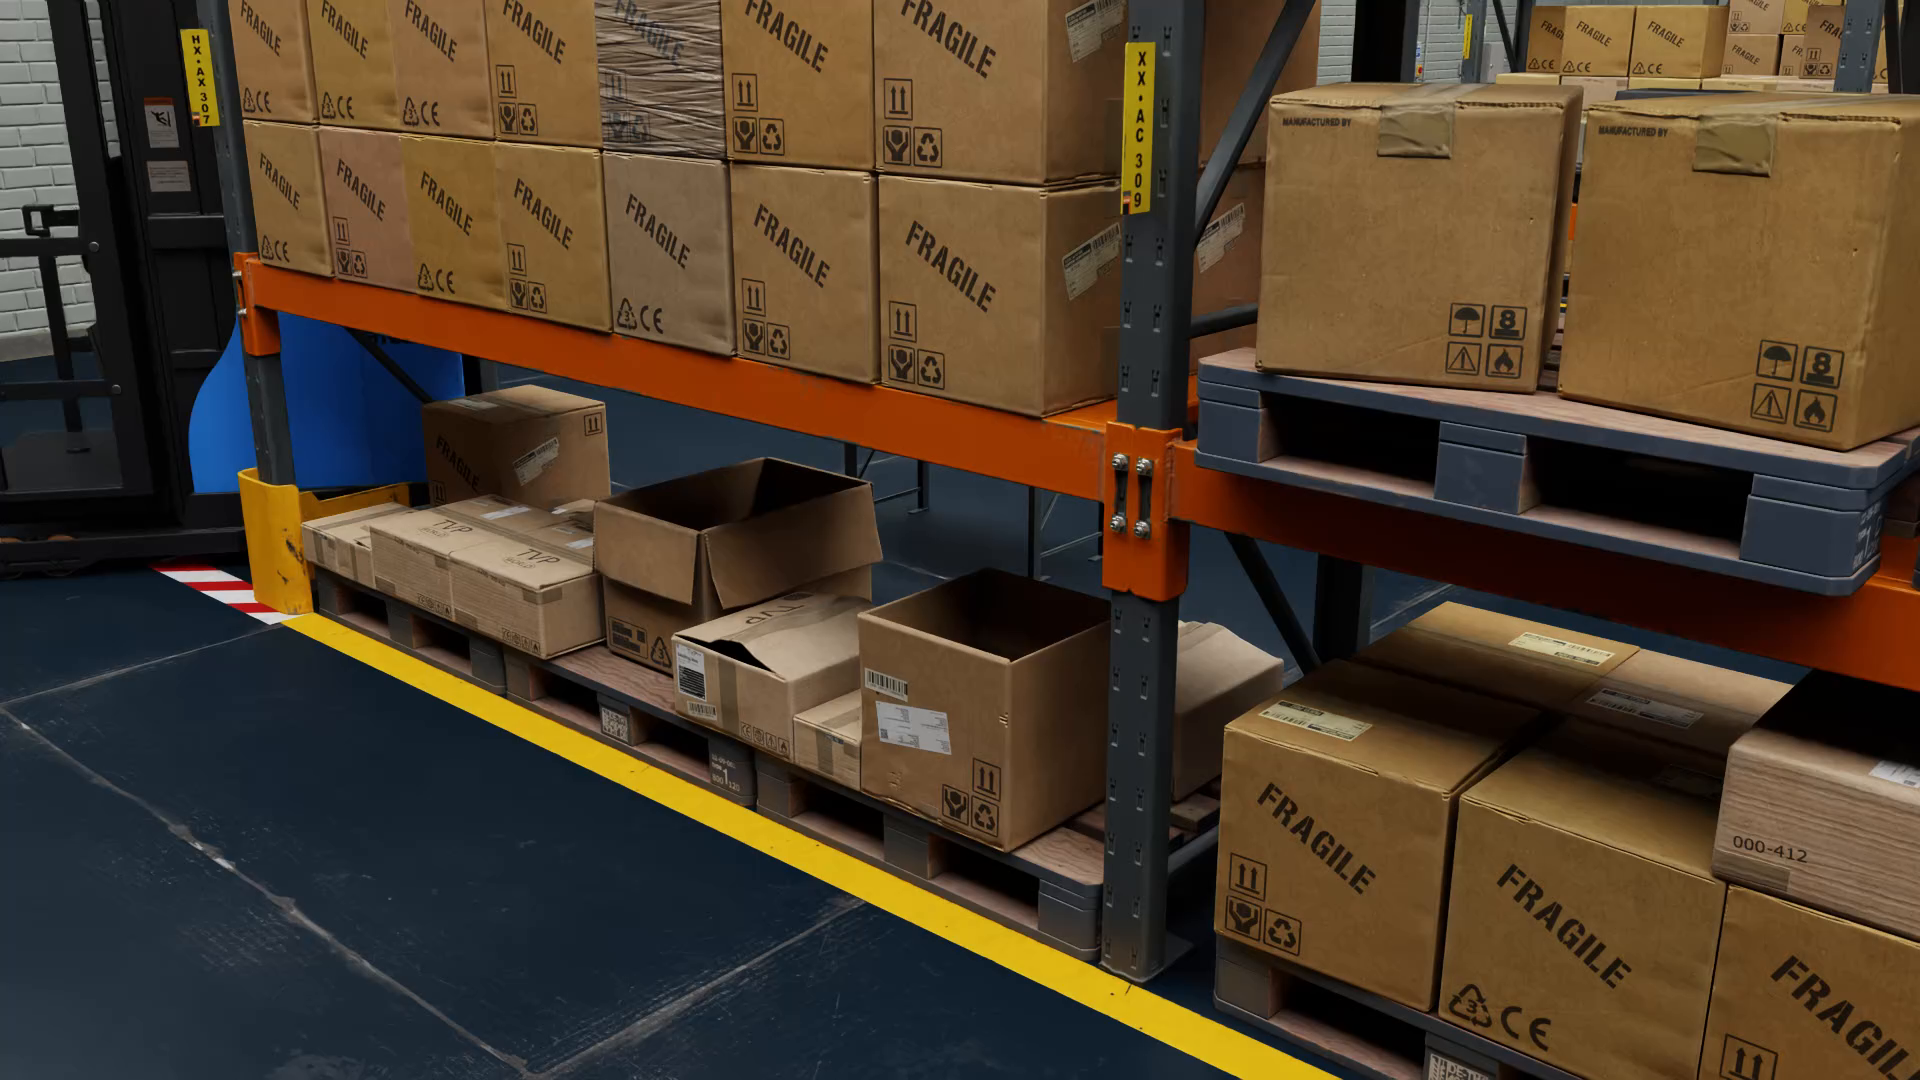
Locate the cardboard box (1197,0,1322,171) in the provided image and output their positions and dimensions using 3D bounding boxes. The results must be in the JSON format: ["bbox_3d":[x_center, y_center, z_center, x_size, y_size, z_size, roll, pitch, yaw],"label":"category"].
[{"bbox_3d":[0.540,-1.201,4.119,0.500,0.500,0.500,16,23,41],"label":"cardboard box"}]

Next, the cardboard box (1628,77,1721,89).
[{"bbox_3d":[5.239,-3.270,12.214,0.500,0.250,0.500,14,22,37],"label":"cardboard box"}]

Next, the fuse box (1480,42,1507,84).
[{"bbox_3d":[8.141,-6.763,25.593,0.414,1.711,0.539,15,23,39],"label":"fuse box"}]

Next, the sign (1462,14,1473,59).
[{"bbox_3d":[3.919,-3.888,12.842,0.005,0.325,0.100,15,23,39],"label":"sign"}]

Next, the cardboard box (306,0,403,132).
[{"bbox_3d":[-1.733,-1.594,5.357,0.500,0.500,0.500,15,23,40],"label":"cardboard box"}]

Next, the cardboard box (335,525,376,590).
[{"bbox_3d":[-2.014,0.031,6.011,0.250,0.166,0.380,15,23,39],"label":"cardboard box"}]

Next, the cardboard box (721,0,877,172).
[{"bbox_3d":[-0.229,-1.188,4.078,0.500,0.500,0.500,14,23,38],"label":"cardboard box"}]

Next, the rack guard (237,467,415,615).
[{"bbox_3d":[-2.229,-0.115,6.647,0.348,0.500,1.175,15,23,39],"label":"rack guard"}]

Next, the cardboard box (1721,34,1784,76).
[{"bbox_3d":[7.813,-4.701,16.308,0.500,0.500,0.500,16,24,42],"label":"cardboard box"}]

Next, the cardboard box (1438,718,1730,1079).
[{"bbox_3d":[1.312,0.720,3.289,0.500,0.500,0.500,15,23,40],"label":"cardboard box"}]

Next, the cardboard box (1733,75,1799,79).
[{"bbox_3d":[5.983,-3.287,12.268,0.500,0.250,0.500,15,23,39],"label":"cardboard box"}]

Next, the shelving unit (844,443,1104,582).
[{"bbox_3d":[0.064,-0.698,6.831,1.048,1.500,0.538,15,23,39],"label":"shelving unit"}]

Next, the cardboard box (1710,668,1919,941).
[{"bbox_3d":[1.654,0.459,2.872,0.500,0.250,0.500,15,23,39],"label":"cardboard box"}]

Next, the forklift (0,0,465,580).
[{"bbox_3d":[-3.614,-1.411,6.714,3.031,2.935,1.130,-3,18,-11],"label":"forklift"}]

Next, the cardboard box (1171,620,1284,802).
[{"bbox_3d":[0.535,0.420,4.546,0.500,0.311,0.500,15,23,39],"label":"cardboard box"}]

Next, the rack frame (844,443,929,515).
[{"bbox_3d":[-0.316,-0.800,7.152,0.032,1.500,0.500,15,23,39],"label":"rack frame"}]

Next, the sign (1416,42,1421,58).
[{"bbox_3d":[6.560,-7.061,23.956,0.001,0.218,0.327,15,23,39],"label":"sign"}]

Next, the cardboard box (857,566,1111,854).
[{"bbox_3d":[0.091,0.413,4.256,0.500,0.500,0.500,15,23,39],"label":"cardboard box"}]

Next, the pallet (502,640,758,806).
[{"bbox_3d":[-0.724,0.428,5.415,1.213,0.211,1.003,15,23,39],"label":"pallet"}]

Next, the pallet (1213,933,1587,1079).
[{"bbox_3d":[1.339,0.966,3.721,1.213,0.211,1.003,15,23,39],"label":"pallet"}]

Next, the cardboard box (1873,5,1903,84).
[{"bbox_3d":[6.391,-3.320,11.131,0.500,0.500,0.500,15,23,40],"label":"cardboard box"}]

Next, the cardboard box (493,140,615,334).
[{"bbox_3d":[-0.993,-0.916,4.874,0.500,0.500,0.500,15,23,40],"label":"cardboard box"}]

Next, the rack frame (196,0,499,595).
[{"bbox_3d":[-2.286,-1.322,6.317,0.127,3.000,1.000,15,23,39],"label":"rack frame"}]

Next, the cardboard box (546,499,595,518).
[{"bbox_3d":[-1.473,-0.026,6.190,0.250,0.166,0.380,15,23,39],"label":"cardboard box"}]

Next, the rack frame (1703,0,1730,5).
[{"bbox_3d":[7.660,-4.664,16.849,0.127,3.000,1.000,15,23,39],"label":"rack frame"}]

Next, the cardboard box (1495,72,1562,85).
[{"bbox_3d":[4.472,-3.475,12.859,0.500,0.250,0.500,14,23,38],"label":"cardboard box"}]

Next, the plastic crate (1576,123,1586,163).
[{"bbox_3d":[2.977,-1.959,8.422,0.530,0.282,0.437,15,23,39],"label":"plastic crate"}]

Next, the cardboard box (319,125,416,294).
[{"bbox_3d":[-1.740,-1.118,5.511,0.500,0.500,0.500,15,23,39],"label":"cardboard box"}]

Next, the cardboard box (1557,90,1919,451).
[{"bbox_3d":[1.468,-0.497,2.859,0.700,0.500,0.500,-14,22,-37],"label":"cardboard box"}]

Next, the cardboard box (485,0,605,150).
[{"bbox_3d":[-0.982,-1.390,4.716,0.500,0.500,0.500,15,23,39],"label":"cardboard box"}]

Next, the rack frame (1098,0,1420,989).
[{"bbox_3d":[0.706,-0.518,3.786,0.127,3.000,1.000,15,23,39],"label":"rack frame"}]

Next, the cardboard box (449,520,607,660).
[{"bbox_3d":[-1.320,0.153,5.488,0.500,0.250,0.500,15,23,39],"label":"cardboard box"}]

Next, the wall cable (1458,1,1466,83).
[{"bbox_3d":[7.570,-7.739,24.857,0.122,1.984,0.588,15,23,39],"label":"wall cable"}]

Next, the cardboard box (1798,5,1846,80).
[{"bbox_3d":[6.340,-3.545,11.839,0.500,0.500,0.500,14,22,38],"label":"cardboard box"}]

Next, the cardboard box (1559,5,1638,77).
[{"bbox_3d":[4.846,-3.732,12.429,0.500,0.500,0.500,14,23,38],"label":"cardboard box"}]

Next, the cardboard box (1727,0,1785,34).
[{"bbox_3d":[7.820,-5.180,16.164,0.500,0.500,0.500,15,23,39],"label":"cardboard box"}]

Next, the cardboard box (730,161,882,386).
[{"bbox_3d":[-0.225,-0.712,4.230,0.500,0.500,0.500,16,24,41],"label":"cardboard box"}]

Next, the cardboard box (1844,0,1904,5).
[{"bbox_3d":[8.576,-4.970,15.505,0.500,0.500,0.500,14,23,38],"label":"cardboard box"}]

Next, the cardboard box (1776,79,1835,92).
[{"bbox_3d":[6.009,-3.064,11.565,0.500,0.250,0.500,16,23,40],"label":"cardboard box"}]

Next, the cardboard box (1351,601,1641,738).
[{"bbox_3d":[1.265,0.498,3.990,0.500,0.500,0.500,15,23,39],"label":"cardboard box"}]

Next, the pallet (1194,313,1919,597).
[{"bbox_3d":[1.231,-0.242,3.232,1.213,0.211,1.003,15,23,39],"label":"pallet"}]

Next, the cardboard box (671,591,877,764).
[{"bbox_3d":[-0.470,0.353,4.759,0.500,0.311,0.500,15,23,39],"label":"cardboard box"}]

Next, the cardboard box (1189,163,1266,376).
[{"bbox_3d":[0.505,-0.730,4.288,0.500,0.500,0.500,16,23,41],"label":"cardboard box"}]

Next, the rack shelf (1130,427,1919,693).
[{"bbox_3d":[2.202,0.226,2.630,4.000,0.370,1.077,15,23,39],"label":"rack shelf"}]
